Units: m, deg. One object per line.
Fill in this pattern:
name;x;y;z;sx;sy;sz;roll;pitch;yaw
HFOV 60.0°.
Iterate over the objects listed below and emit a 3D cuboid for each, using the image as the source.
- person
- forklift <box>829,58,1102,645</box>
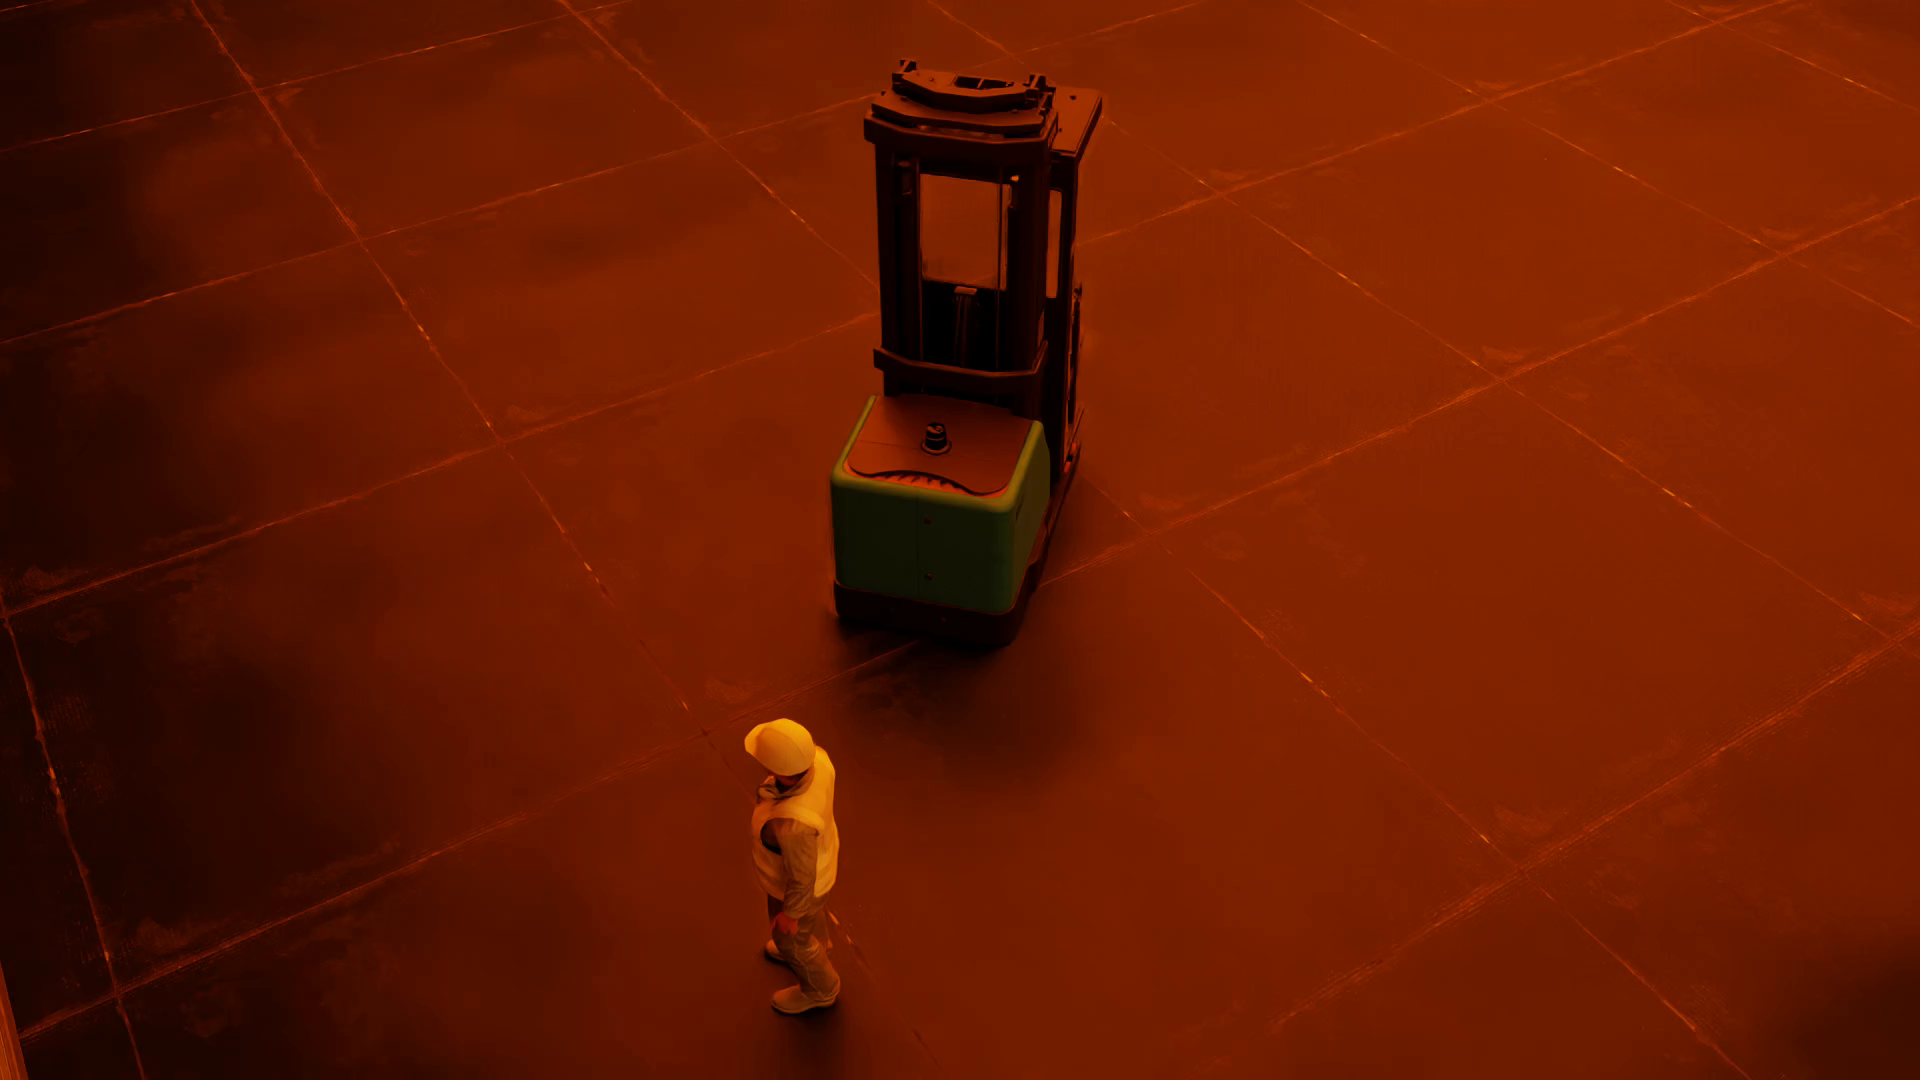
person;-0.728;1.384;7.169;0.411;1.775;0.632;2;41;2
forklift;0.149;-1.494;9.580;1.130;2.935;3.031;10;42;11
